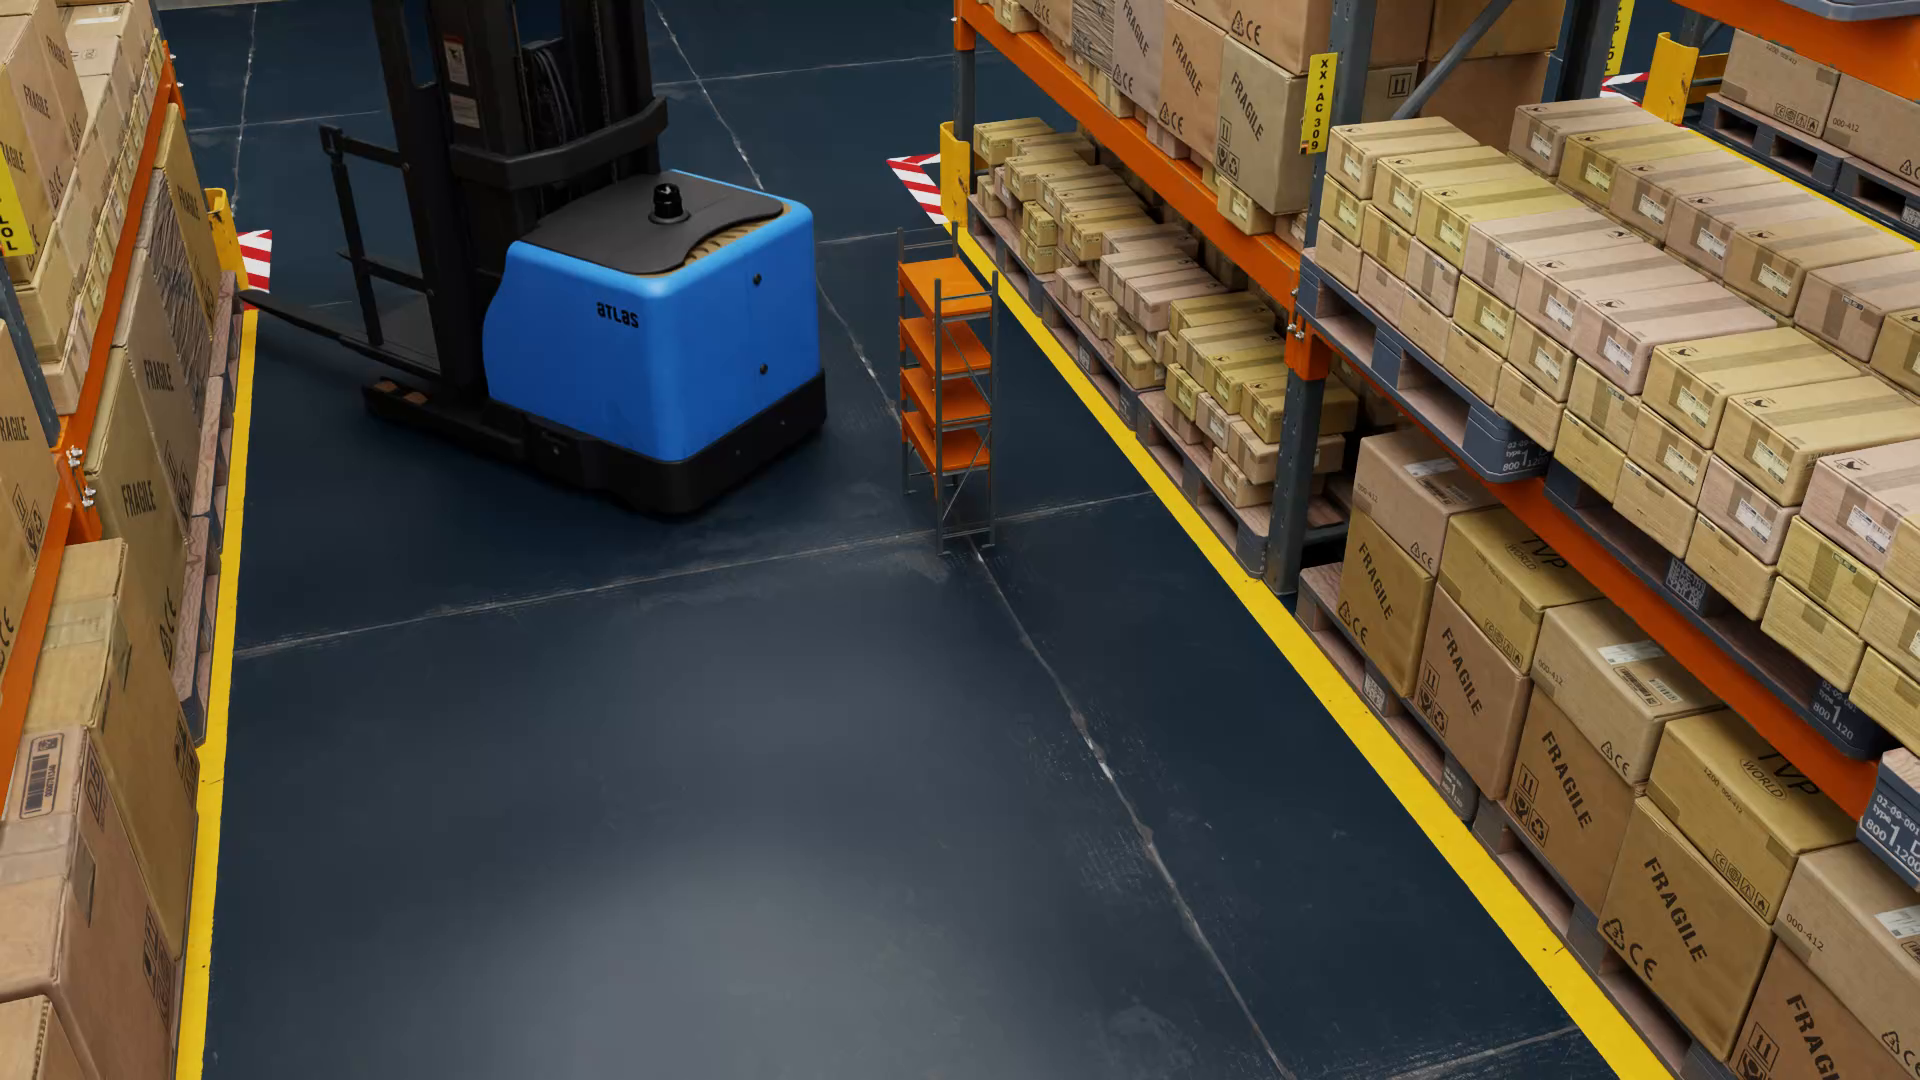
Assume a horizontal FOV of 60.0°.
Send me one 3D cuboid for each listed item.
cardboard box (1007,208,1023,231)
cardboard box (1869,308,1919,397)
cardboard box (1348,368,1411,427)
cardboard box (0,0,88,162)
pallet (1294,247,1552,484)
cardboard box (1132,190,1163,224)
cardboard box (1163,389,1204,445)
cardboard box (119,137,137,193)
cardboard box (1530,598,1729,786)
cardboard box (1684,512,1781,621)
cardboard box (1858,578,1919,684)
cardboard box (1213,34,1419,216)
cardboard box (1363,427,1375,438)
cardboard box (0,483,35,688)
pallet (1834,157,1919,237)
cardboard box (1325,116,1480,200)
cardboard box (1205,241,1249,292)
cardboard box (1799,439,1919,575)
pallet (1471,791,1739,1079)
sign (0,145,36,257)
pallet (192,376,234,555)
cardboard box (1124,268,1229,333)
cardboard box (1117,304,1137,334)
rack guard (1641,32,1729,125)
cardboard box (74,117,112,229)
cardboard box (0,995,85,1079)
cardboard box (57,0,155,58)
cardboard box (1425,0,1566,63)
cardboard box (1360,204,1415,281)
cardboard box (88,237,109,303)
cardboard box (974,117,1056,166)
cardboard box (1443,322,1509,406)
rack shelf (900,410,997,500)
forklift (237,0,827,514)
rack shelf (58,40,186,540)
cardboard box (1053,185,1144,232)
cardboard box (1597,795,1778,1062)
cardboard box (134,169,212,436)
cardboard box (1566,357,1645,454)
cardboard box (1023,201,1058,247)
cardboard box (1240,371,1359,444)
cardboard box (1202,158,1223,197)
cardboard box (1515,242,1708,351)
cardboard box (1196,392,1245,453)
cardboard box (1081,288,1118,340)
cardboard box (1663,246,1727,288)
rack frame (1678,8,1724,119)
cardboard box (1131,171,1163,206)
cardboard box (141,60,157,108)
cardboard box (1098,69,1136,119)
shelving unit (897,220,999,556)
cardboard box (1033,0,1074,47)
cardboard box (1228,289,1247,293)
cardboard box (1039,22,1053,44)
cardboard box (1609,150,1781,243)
[{"bbox_3d":[0.469,-1.777,8.923,0.380,0.149,0.250,-10,35,-15],"label":"cardboard box"},{"bbox_3d":[2.465,-0.459,4.030,0.380,0.149,0.250,-10,35,-15],"label":"cardboard box"},{"bbox_3d":[1.769,-0.593,6.592,0.380,0.149,0.250,-9,34,-13],"label":"cardboard box"},{"bbox_3d":[-3.287,-1.564,5.581,0.500,0.500,0.500,-11,35,-16],"label":"cardboard box"},{"bbox_3d":[1.771,-0.638,5.168,1.003,0.211,1.213,-10,35,-15],"label":"pallet"},{"bbox_3d":[1.033,-1.693,8.527,0.380,0.149,0.250,-10,35,-15],"label":"cardboard box"},{"bbox_3d":[1.091,-0.556,7.076,0.380,0.149,0.250,-11,35,-16],"label":"cardboard box"},{"bbox_3d":[-3.410,-1.424,6.411,0.380,0.149,0.250,-9,35,-14],"label":"cardboard box"},{"bbox_3d":[1.966,0.391,4.643,0.500,0.250,0.500,-9,34,-13],"label":"cardboard box"},{"bbox_3d":[1.922,0.030,3.830,0.380,0.149,0.250,-9,35,-13],"label":"cardboard box"},{"bbox_3d":[2.071,0.170,3.349,0.380,0.149,0.250,-10,35,-15],"label":"cardboard box"},{"bbox_3d":[1.260,-1.516,5.962,0.500,0.500,0.500,-10,35,-15],"label":"cardboard box"},{"bbox_3d":[1.871,-0.374,6.801,0.380,0.149,0.250,-12,35,-17],"label":"cardboard box"},{"bbox_3d":[-2.531,0.056,3.853,0.500,0.500,0.500,-9,34,-13],"label":"cardboard box"},{"bbox_3d":[5.827,-1.920,9.464,1.003,0.211,1.213,-10,35,-15],"label":"pallet"},{"bbox_3d":[1.359,-1.178,5.119,0.380,0.149,0.250,-8,34,-12],"label":"cardboard box"},{"bbox_3d":[1.354,-1.282,7.634,0.380,0.149,0.250,-11,35,-17],"label":"cardboard box"},{"bbox_3d":[2.003,-0.079,3.456,0.380,0.149,0.250,-10,35,-15],"label":"cardboard box"},{"bbox_3d":[2.291,1.070,4.939,1.003,0.211,1.213,-10,35,-15],"label":"pallet"},{"bbox_3d":[-2.564,-0.909,4.426,0.100,0.325,0.005,-10,35,-15],"label":"sign"},{"bbox_3d":[-3.611,-0.253,6.942,1.003,0.211,1.213,-10,35,-15],"label":"pallet"},{"bbox_3d":[0.946,-1.053,7.289,0.380,0.149,0.250,-12,35,-17],"label":"cardboard box"},{"bbox_3d":[0.943,-1.066,7.577,0.380,0.149,0.250,-12,35,-17],"label":"cardboard box"},{"bbox_3d":[5.132,-3.099,10.986,1.175,0.500,0.348,-10,35,-15],"label":"rack guard"},{"bbox_3d":[-3.282,-1.248,5.784,0.500,0.250,0.500,-9,35,-14],"label":"cardboard box"},{"bbox_3d":[-2.313,1.614,3.133,1.225,0.875,0.875,-10,35,-15],"label":"cardboard box"},{"bbox_3d":[-3.898,-2.314,7.398,0.500,0.250,0.500,-11,35,-15],"label":"cardboard box"},{"bbox_3d":[1.771,-2.004,5.795,0.500,0.500,0.500,-9,35,-14],"label":"cardboard box"},{"bbox_3d":[1.440,-0.918,4.996,0.380,0.149,0.250,-11,35,-16],"label":"cardboard box"},{"bbox_3d":[-3.094,-0.883,5.593,0.380,0.149,0.250,-11,35,-16],"label":"cardboard box"},{"bbox_3d":[0.293,-2.145,8.941,0.380,0.149,0.250,-12,35,-17],"label":"cardboard box"},{"bbox_3d":[1.597,-0.521,4.665,0.380,0.149,0.250,-10,35,-14],"label":"cardboard box"},{"bbox_3d":[-0.050,-0.366,6.697,0.258,0.148,0.480,-10,35,-15],"label":"rack shelf"},{"bbox_3d":[-2.110,-1.945,7.035,3.031,2.935,1.130,20,38,27],"label":"forklift"},{"bbox_3d":[-3.688,-1.112,6.365,1.077,0.370,4.000,-10,35,-15],"label":"rack shelf"},{"bbox_3d":[0.676,-1.604,8.121,0.380,0.149,0.250,-9,34,-13],"label":"cardboard box"},{"bbox_3d":[2.115,0.975,4.441,0.500,0.500,0.500,-12,35,-17],"label":"cardboard box"},{"bbox_3d":[-3.749,-0.951,7.015,0.875,0.875,0.875,-10,35,-15],"label":"cardboard box"},{"bbox_3d":[1.764,-0.366,4.160,0.380,0.149,0.250,-11,35,-16],"label":"cardboard box"},{"bbox_3d":[0.535,-1.615,8.409,0.380,0.149,0.250,-9,34,-13],"label":"cardboard box"},{"bbox_3d":[1.320,-0.520,6.482,0.380,0.149,0.250,-9,35,-13],"label":"cardboard box"},{"bbox_3d":[1.159,-1.417,6.401,0.380,0.149,0.250,-9,34,-13],"label":"cardboard box"},{"bbox_3d":[1.678,-0.632,4.293,0.380,0.149,0.250,-10,35,-15],"label":"cardboard box"},{"bbox_3d":[1.183,-0.505,6.729,0.380,0.149,0.250,-12,35,-17],"label":"cardboard box"},{"bbox_3d":[0.796,-1.091,7.885,0.380,0.149,0.250,-10,35,-15],"label":"cardboard box"},{"bbox_3d":[2.228,-0.751,4.742,0.380,0.149,0.250,-11,35,-16],"label":"cardboard box"},{"bbox_3d":[5.140,-4.129,10.278,1.000,3.000,0.127,-10,35,-15],"label":"rack frame"},{"bbox_3d":[1.100,-1.839,8.478,0.380,0.149,0.250,-11,35,-17],"label":"cardboard box"},{"bbox_3d":[-3.719,-1.957,7.219,0.380,0.149,0.250,-10,35,-15],"label":"cardboard box"},{"bbox_3d":[0.821,-1.958,7.220,0.380,0.149,0.250,-9,35,-14],"label":"cardboard box"},{"bbox_3d":[-0.050,-0.587,6.551,0.258,1.200,0.503,-10,35,-15],"label":"shelving unit"},{"bbox_3d":[0.655,-2.591,7.590,0.500,0.500,0.500,-10,35,-14],"label":"cardboard box"},{"bbox_3d":[1.442,-1.171,7.736,0.380,0.149,0.250,-10,35,-15],"label":"cardboard box"},{"bbox_3d":[0.601,-2.524,8.076,0.380,0.149,0.250,-8,34,-13],"label":"cardboard box"},{"bbox_3d":[2.145,-1.007,4.861,0.380,0.149,0.250,-11,35,-16],"label":"cardboard box"}]
